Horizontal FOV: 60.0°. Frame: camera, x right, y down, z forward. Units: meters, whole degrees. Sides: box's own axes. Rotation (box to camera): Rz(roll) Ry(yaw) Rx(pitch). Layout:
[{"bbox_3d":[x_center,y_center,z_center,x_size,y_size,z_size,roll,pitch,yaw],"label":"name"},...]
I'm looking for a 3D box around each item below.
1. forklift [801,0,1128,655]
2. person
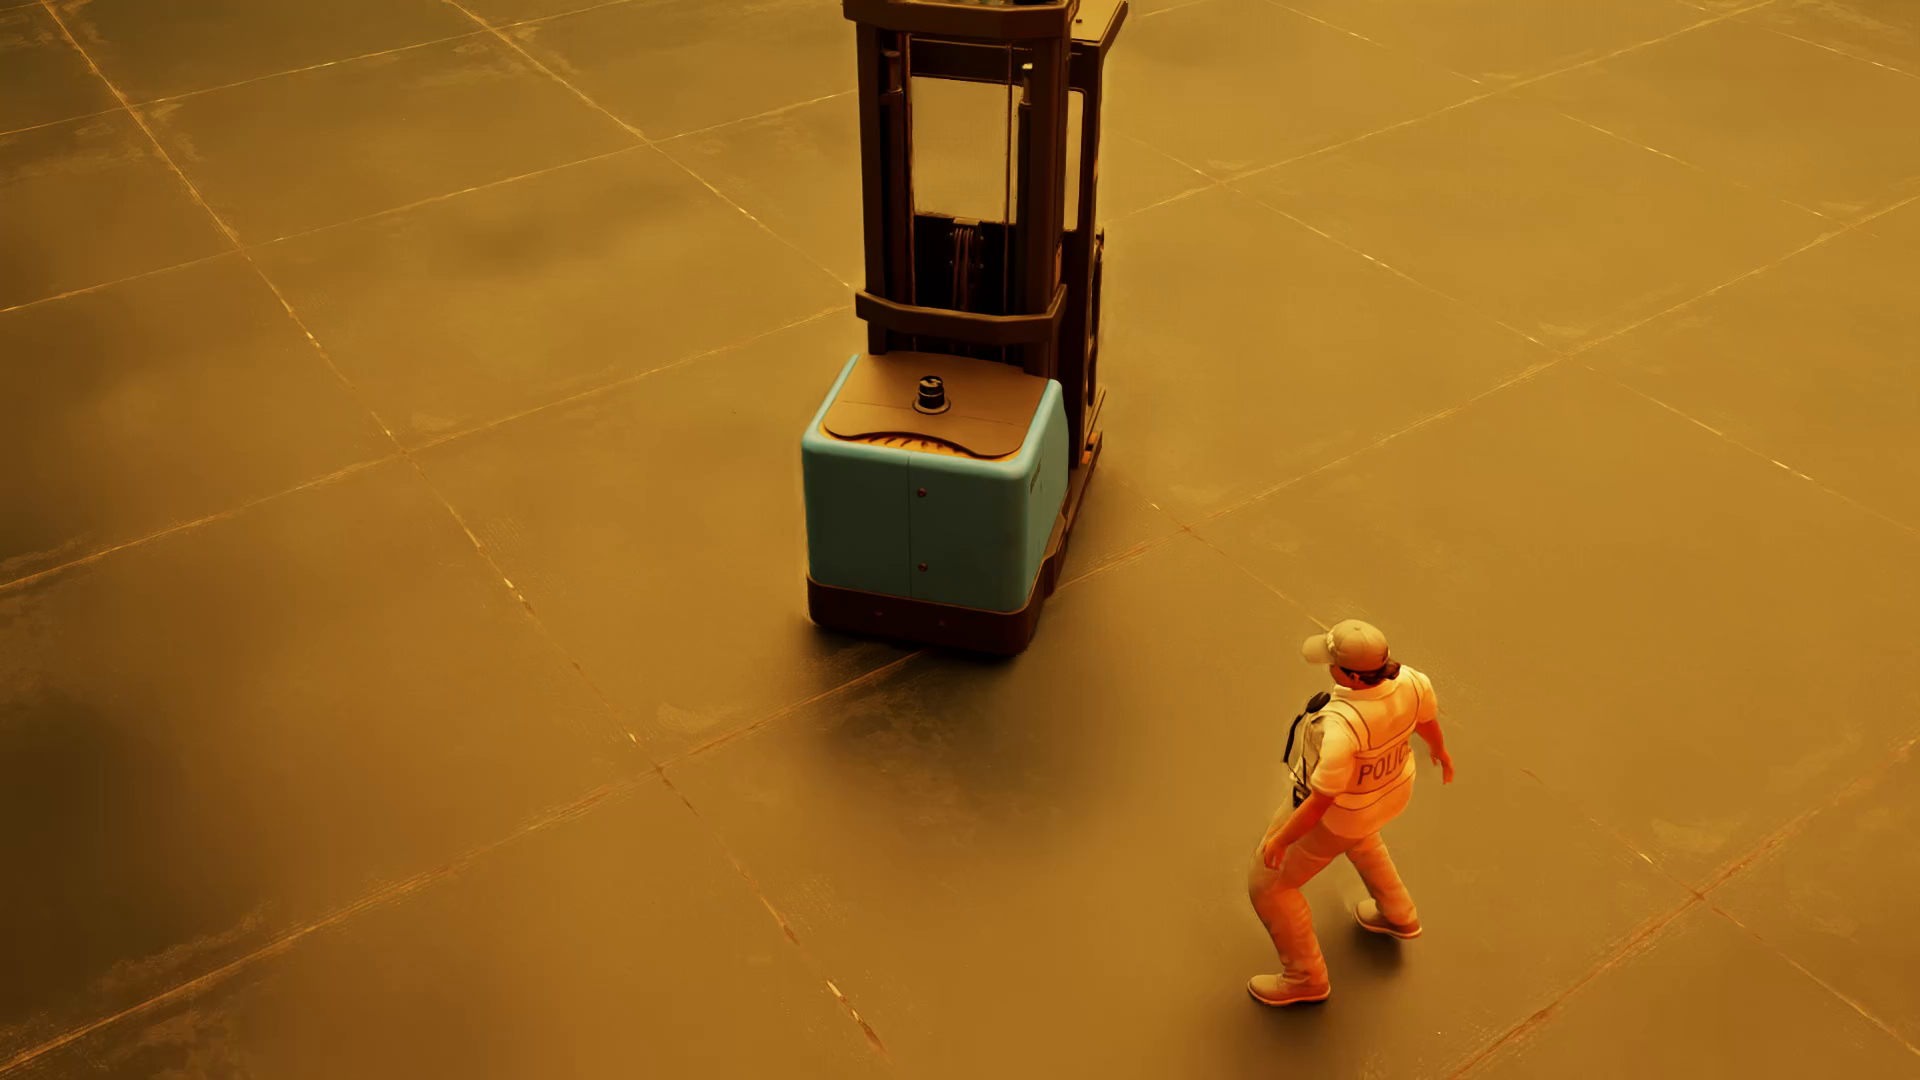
[{"bbox_3d":[0.145,-1.531,8.016,1.130,2.935,3.031,9,37,11],"label":"forklift"},{"bbox_3d":[1.412,0.904,5.867,0.834,1.588,0.484,-24,43,-29],"label":"person"}]
